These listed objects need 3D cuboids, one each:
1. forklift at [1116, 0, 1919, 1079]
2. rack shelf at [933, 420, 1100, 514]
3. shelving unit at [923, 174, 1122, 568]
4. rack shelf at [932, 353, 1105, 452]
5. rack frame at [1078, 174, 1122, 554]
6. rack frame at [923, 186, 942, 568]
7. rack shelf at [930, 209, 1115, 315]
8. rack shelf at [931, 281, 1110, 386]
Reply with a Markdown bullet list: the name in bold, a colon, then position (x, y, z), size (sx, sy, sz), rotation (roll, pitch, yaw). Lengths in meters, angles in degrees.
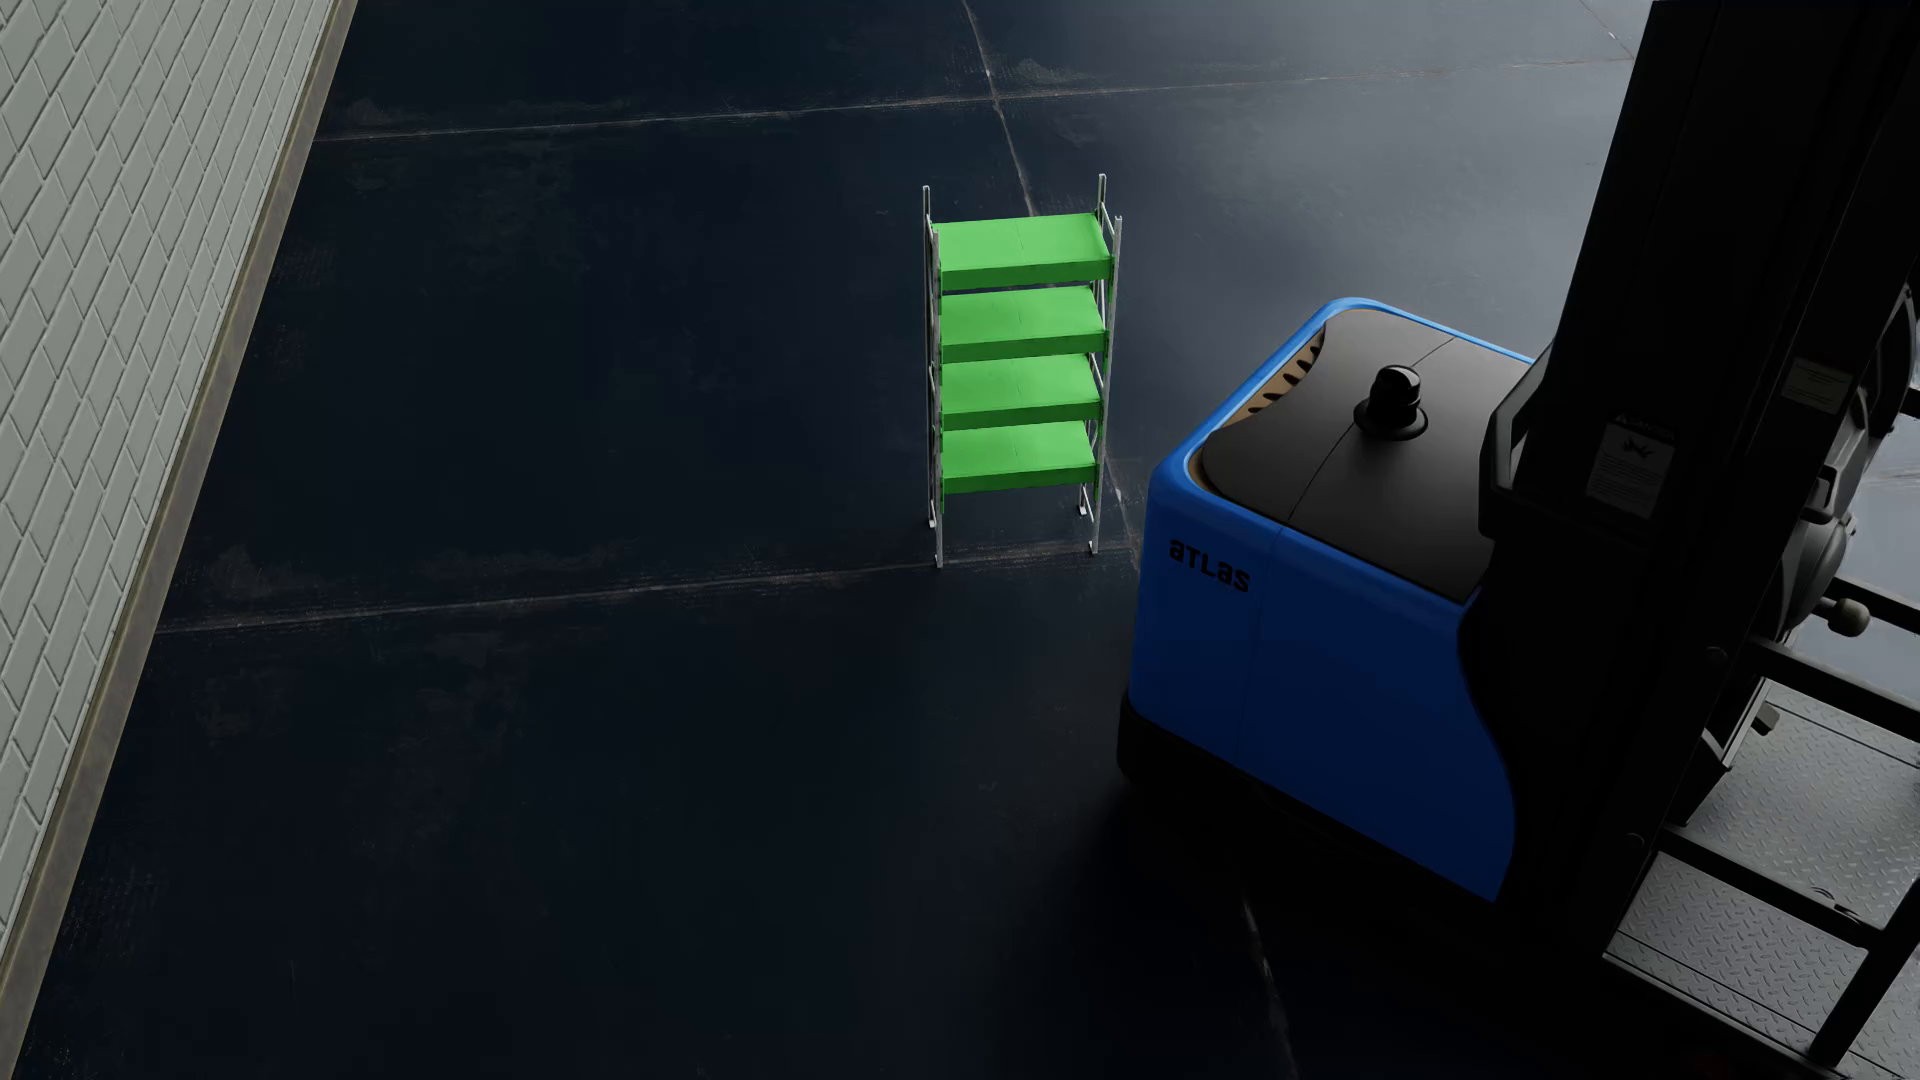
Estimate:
- **forklift**: position (1.906, -0.106, 3.179), size (3.031, 2.935, 1.130), rotation (27, 48, 26)
- **rack shelf**: position (0.164, -0.234, 5.068), size (0.480, 0.148, 0.258), rotation (-5, 42, -6)
- **shelving unit**: position (0.164, -0.460, 4.864), size (0.503, 1.200, 0.258), rotation (-5, 42, -6)
- **rack shelf**: position (0.164, -0.412, 4.907), size (0.480, 0.148, 0.258), rotation (-5, 42, -6)
- **rack frame**: position (0.406, -0.481, 4.888), size (0.015, 1.200, 0.240), rotation (-5, 42, -6)
- **rack frame**: position (-0.078, -0.439, 4.841), size (0.015, 1.200, 0.240), rotation (-5, 42, -6)
- **rack shelf**: position (0.164, -0.769, 4.585), size (0.480, 0.148, 0.258), rotation (-5, 42, -6)
- **rack shelf**: position (0.164, -0.591, 4.746), size (0.480, 0.148, 0.258), rotation (-5, 42, -6)
